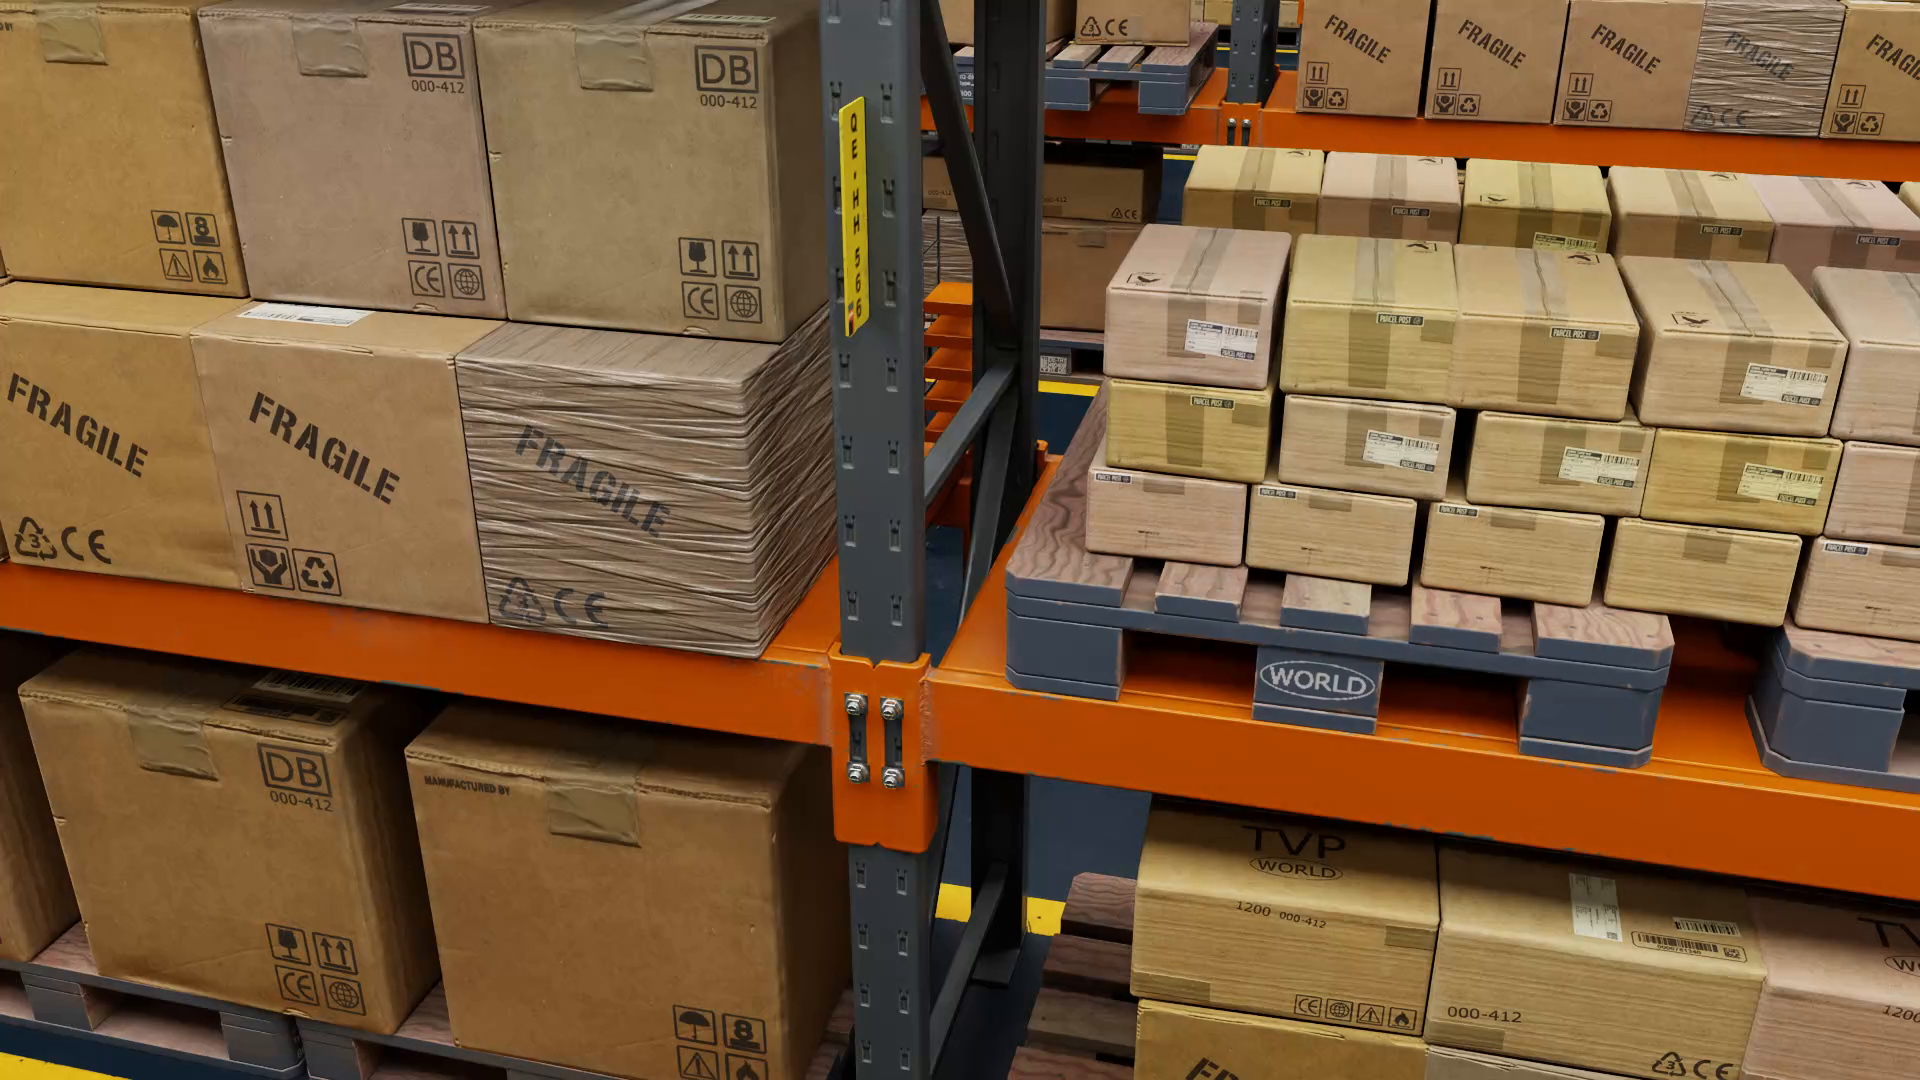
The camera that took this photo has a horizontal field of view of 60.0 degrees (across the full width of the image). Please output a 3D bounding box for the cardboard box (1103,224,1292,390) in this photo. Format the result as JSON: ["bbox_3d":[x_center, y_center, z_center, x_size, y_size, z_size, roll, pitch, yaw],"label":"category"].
[{"bbox_3d":[0.388,-0.383,2.676,0.250,0.149,0.380,6,26,13],"label":"cardboard box"}]

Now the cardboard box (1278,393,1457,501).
[{"bbox_3d":[0.666,-0.216,2.671,0.250,0.149,0.380,8,26,15],"label":"cardboard box"}]

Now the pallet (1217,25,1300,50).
[{"bbox_3d":[3.001,-5.192,16.909,1.213,0.211,1.003,6,26,13],"label":"pallet"}]

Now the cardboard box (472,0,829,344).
[{"bbox_3d":[-0.448,-0.717,2.988,0.500,0.500,0.700,6,26,13],"label":"cardboard box"}]

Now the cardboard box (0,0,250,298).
[{"bbox_3d":[-1.435,-0.825,3.214,0.500,0.500,0.700,6,26,12],"label":"cardboard box"}]

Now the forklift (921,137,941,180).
[{"bbox_3d":[-0.498,-3.419,10.022,3.031,2.935,1.130,7,26,14],"label":"forklift"}]

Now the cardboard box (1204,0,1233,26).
[{"bbox_3d":[2.718,-5.303,16.609,0.500,0.250,0.500,6,26,12],"label":"cardboard box"}]

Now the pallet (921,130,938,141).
[{"bbox_3d":[-0.552,-3.386,13.116,1.213,0.211,1.003,6,26,13],"label":"pallet"}]

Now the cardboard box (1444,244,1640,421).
[{"bbox_3d":[0.881,-0.327,2.560,0.250,0.149,0.380,6,26,13],"label":"cardboard box"}]

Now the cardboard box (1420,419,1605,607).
[{"bbox_3d":[0.889,-0.055,2.680,0.250,0.149,0.380,8,27,16],"label":"cardboard box"}]

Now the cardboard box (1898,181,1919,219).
[{"bbox_3d":[1.825,-0.512,2.948,0.250,0.149,0.380,8,26,16],"label":"cardboard box"}]

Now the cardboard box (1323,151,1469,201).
[{"bbox_3d":[1.981,-1.370,7.622,0.875,0.875,1.225,5,26,11],"label":"cardboard box"}]

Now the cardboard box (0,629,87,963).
[{"bbox_3d":[-2.332,0.363,4.126,0.750,0.750,1.050,6,26,13],"label":"cardboard box"}]

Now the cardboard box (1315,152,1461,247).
[{"bbox_3d":[0.816,-0.624,3.183,0.250,0.149,0.380,6,26,12],"label":"cardboard box"}]

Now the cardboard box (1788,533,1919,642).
[{"bbox_3d":[1.409,0.000,2.563,0.250,0.149,0.380,7,26,15],"label":"cardboard box"}]

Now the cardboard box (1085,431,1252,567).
[{"bbox_3d":[0.368,-0.113,2.801,0.250,0.149,0.380,6,26,12],"label":"cardboard box"}]

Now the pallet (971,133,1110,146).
[{"bbox_3d":[0.633,-3.256,12.844,1.213,0.211,1.003,6,26,13],"label":"pallet"}]

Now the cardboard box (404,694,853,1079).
[{"bbox_3d":[-0.583,0.555,3.723,0.750,0.750,1.050,6,26,12],"label":"cardboard box"}]

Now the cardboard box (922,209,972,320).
[{"bbox_3d":[0.124,-1.410,8.119,0.500,0.500,0.700,4,26,9],"label":"cardboard box"}]

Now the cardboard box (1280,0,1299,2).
[{"bbox_3d":[3.220,-5.501,16.373,0.500,0.311,0.500,7,26,14],"label":"cardboard box"}]

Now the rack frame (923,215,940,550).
[{"bbox_3d":[-0.103,-0.553,6.016,0.006,1.200,0.240,6,26,13],"label":"rack frame"}]

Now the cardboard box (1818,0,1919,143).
[{"bbox_3d":[3.686,-1.885,6.603,0.500,0.500,0.500,6,26,12],"label":"cardboard box"}]

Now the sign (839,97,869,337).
[{"bbox_3d":[-0.150,-0.460,2.380,0.005,0.325,0.100,6,26,13],"label":"sign"}]

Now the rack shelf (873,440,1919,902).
[{"bbox_3d":[1.922,0.370,2.819,4.000,0.370,1.077,6,26,13],"label":"rack shelf"}]

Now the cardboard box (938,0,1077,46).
[{"bbox_3d":[0.219,-2.517,7.442,0.500,0.500,0.700,10,27,21],"label":"cardboard box"}]

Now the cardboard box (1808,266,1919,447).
[{"bbox_3d":[1.400,-0.271,2.441,0.250,0.149,0.380,8,26,15],"label":"cardboard box"}]

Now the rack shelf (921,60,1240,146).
[{"bbox_3d":[-0.619,-2.112,8.033,4.000,0.370,1.077,6,26,13],"label":"rack shelf"}]

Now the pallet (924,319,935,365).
[{"bbox_3d":[-0.616,-1.179,8.482,1.213,0.211,1.003,6,26,13],"label":"pallet"}]

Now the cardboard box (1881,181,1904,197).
[{"bbox_3d":[3.701,-1.180,7.223,0.875,0.875,1.225,5,26,11],"label":"cardboard box"}]

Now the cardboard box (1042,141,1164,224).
[{"bbox_3d":[0.662,-1.691,7.835,0.500,0.250,0.500,7,26,15],"label":"cardboard box"}]

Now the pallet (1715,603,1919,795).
[{"bbox_3d":[1.912,0.113,2.746,1.213,0.211,1.003,6,26,13],"label":"pallet"}]

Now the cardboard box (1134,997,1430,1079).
[{"bbox_3d":[0.606,0.952,3.180,0.500,0.500,0.500,5,26,11],"label":"cardboard box"}]

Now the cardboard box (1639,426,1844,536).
[{"bbox_3d":[1.170,-0.161,2.557,0.250,0.149,0.380,6,26,13],"label":"cardboard box"}]

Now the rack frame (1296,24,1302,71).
[{"bbox_3d":[2.551,-4.285,11.760,0.127,3.000,1.000,6,26,13],"label":"rack frame"}]

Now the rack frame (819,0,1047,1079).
[{"bbox_3d":[-0.015,-0.169,3.115,0.127,3.000,1.000,6,26,13],"label":"rack frame"}]

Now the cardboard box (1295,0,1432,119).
[{"bbox_3d":[1.721,-2.102,7.060,0.500,0.500,0.500,7,26,15],"label":"cardboard box"}]

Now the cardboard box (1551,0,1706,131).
[{"bbox_3d":[2.718,-1.995,6.834,0.500,0.500,0.500,6,26,12],"label":"cardboard box"}]

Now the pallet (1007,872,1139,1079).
[{"bbox_3d":[0.741,1.175,3.537,1.213,0.211,1.003,6,26,13],"label":"pallet"}]

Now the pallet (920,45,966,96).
[{"bbox_3d":[-0.609,-2.331,7.880,1.213,0.211,1.003,6,26,13],"label":"pallet"}]

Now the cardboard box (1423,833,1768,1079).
[{"bbox_3d":[1.083,0.661,2.920,0.500,0.250,0.500,6,26,12],"label":"cardboard box"}]

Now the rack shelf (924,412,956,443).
[{"bbox_3d":[-0.014,-0.395,6.066,0.180,0.103,0.258,6,26,13],"label":"rack shelf"}]

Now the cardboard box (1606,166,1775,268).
[{"bbox_3d":[1.329,-0.569,3.067,0.250,0.149,0.380,7,26,15],"label":"cardboard box"}]

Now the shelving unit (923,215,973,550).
[{"bbox_3d":[-0.014,-0.543,5.995,0.189,1.200,0.258,6,26,13],"label":"shelving unit"}]

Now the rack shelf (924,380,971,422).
[{"bbox_3d":[-0.014,-0.503,6.014,0.180,0.103,0.258,6,26,13],"label":"rack shelf"}]

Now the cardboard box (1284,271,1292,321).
[{"bbox_3d":[0.577,-0.516,3.301,0.250,0.149,0.380,7,26,14],"label":"cardboard box"}]

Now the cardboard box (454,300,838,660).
[{"bbox_3d":[-0.518,-0.150,2.960,0.500,0.500,0.500,6,26,13],"label":"cardboard box"}]

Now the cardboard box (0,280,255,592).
[{"bbox_3d":[-1.485,-0.258,3.185,0.500,0.500,0.500,6,26,12],"label":"cardboard box"}]
